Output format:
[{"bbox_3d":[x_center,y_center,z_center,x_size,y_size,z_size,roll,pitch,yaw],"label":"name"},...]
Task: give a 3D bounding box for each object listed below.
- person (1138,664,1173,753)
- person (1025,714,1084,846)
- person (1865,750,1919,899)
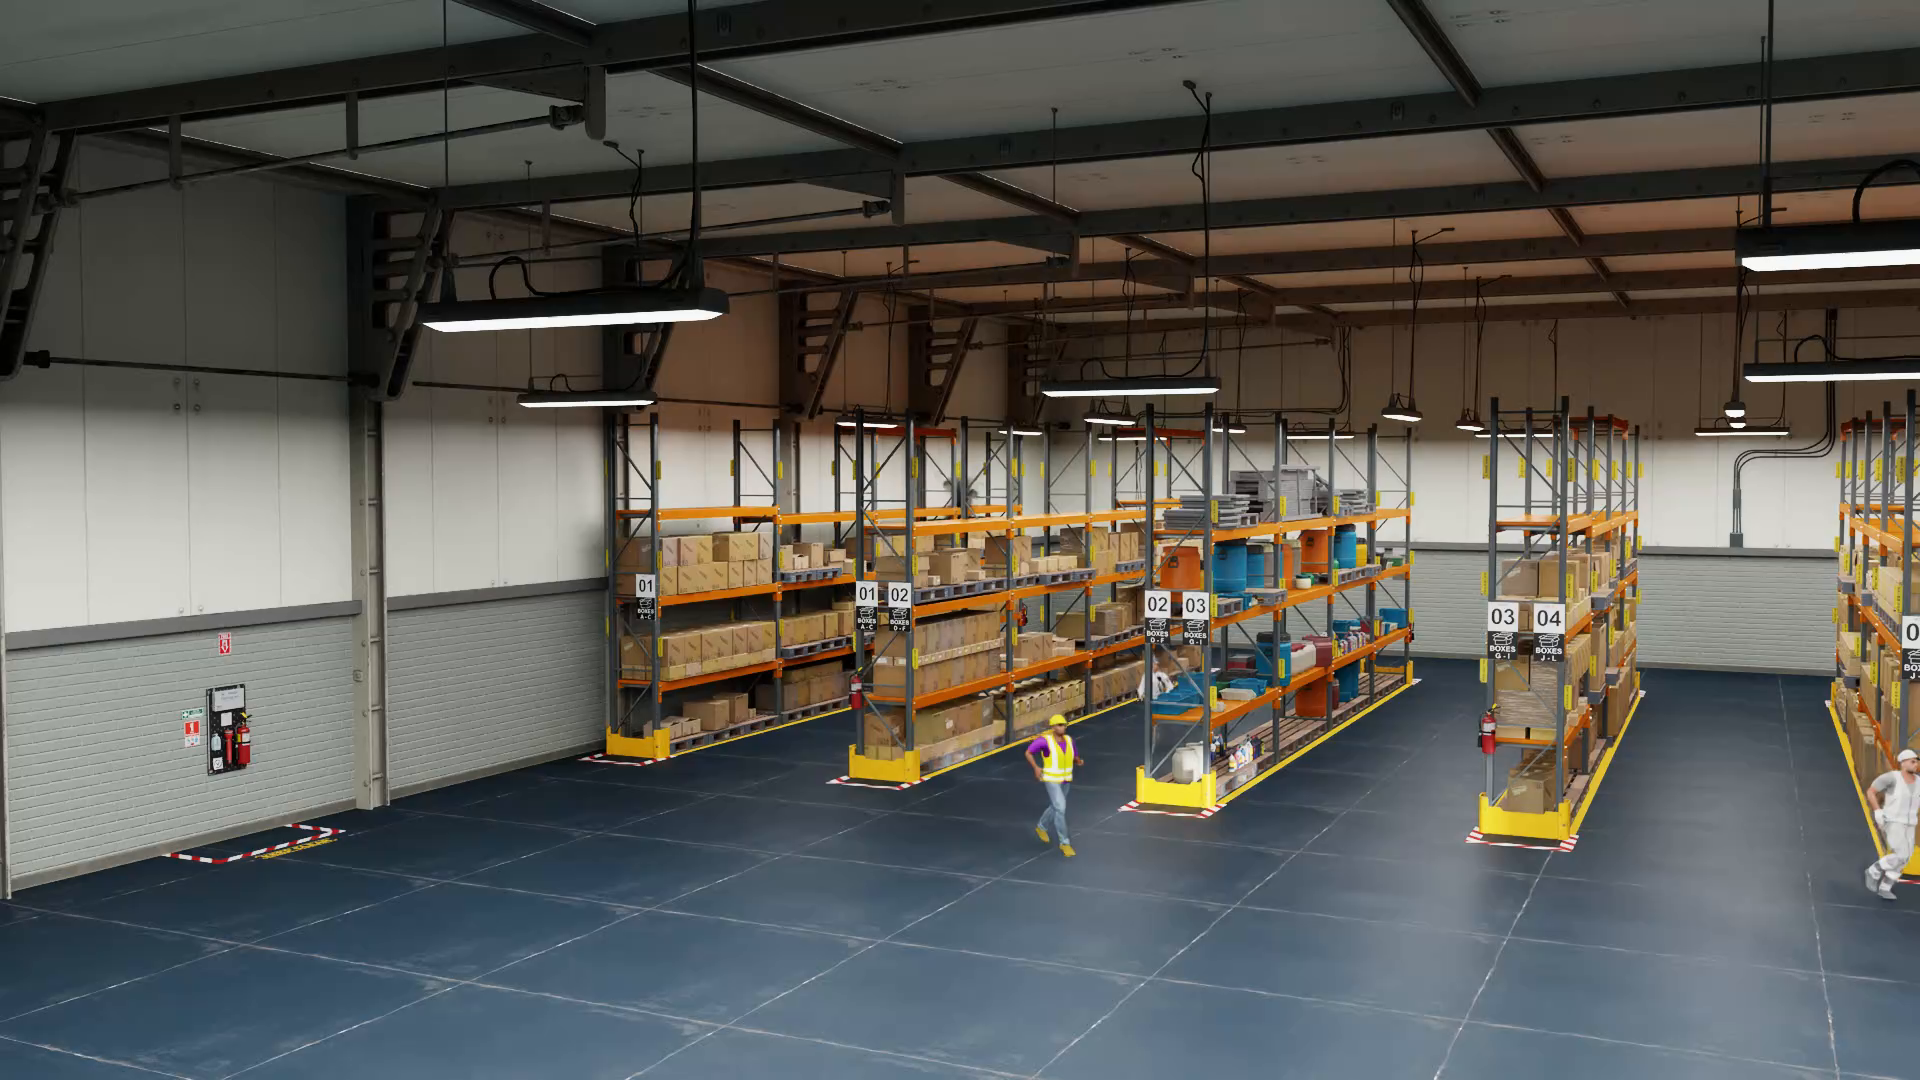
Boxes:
[{"bbox_3d":[3.491,2.948,29.773,0.617,1.648,0.808,1,3,21],"label":"person"},{"bbox_3d":[1.258,3.123,21.863,0.687,1.678,0.823,-2,3,-38],"label":"person"},{"bbox_3d":[10.995,3.318,19.370,0.684,1.741,0.560,0,2,-12],"label":"person"}]
